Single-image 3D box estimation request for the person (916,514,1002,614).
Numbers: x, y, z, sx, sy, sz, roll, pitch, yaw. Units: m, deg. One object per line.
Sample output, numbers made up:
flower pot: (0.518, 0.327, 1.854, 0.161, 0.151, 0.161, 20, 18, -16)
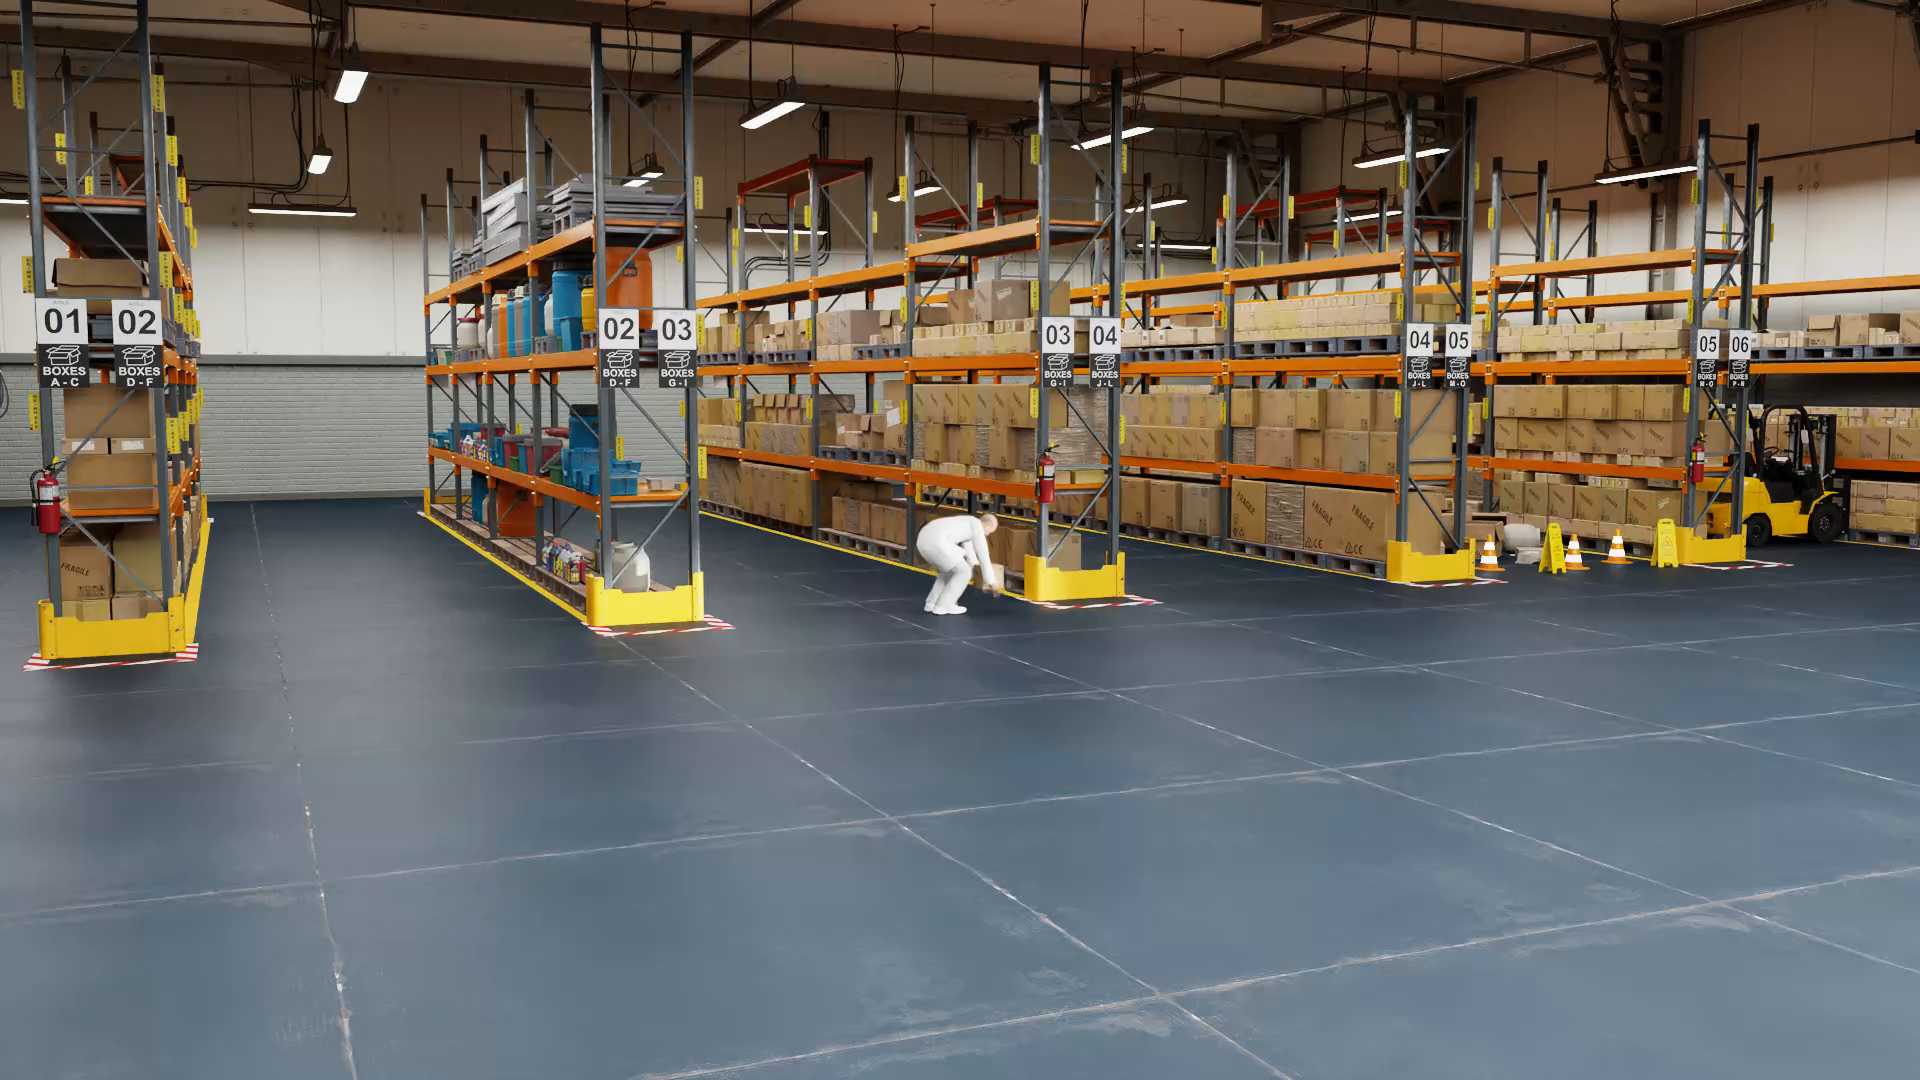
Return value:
person: (-0.015, 0.257, 17.928, 0.943, 1.039, 0.593, -3, 6, -26)
